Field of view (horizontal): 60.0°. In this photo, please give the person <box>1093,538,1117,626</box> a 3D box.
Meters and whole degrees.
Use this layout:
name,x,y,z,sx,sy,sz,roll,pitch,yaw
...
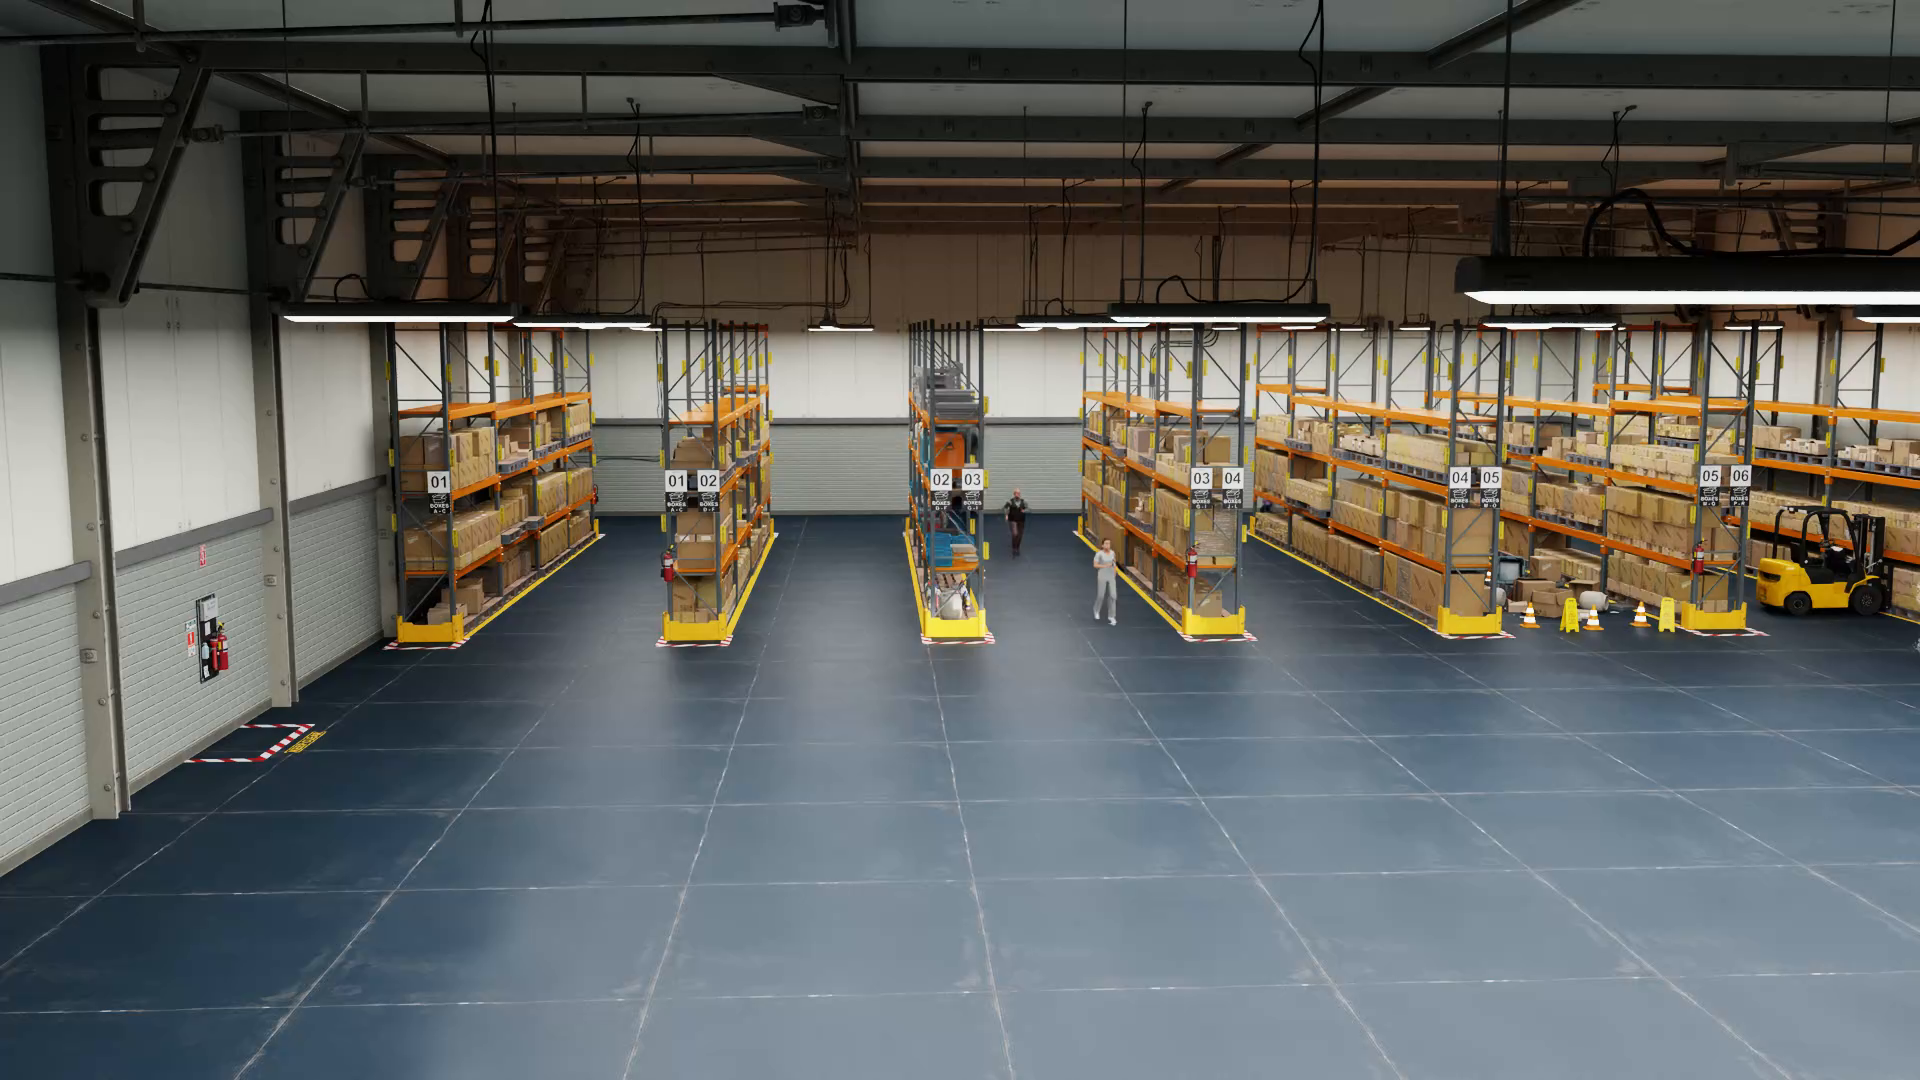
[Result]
name,x,y,z,sx,sy,sz,roll,pitch,yaw
person,2.886,0.802,33.074,0.566,1.721,0.806,-2,7,-16

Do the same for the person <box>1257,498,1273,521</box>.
name,x,y,z,sx,sy,sz,roll,pitch,yaw
person,9.044,-1.118,49.307,0.932,1.481,0.611,4,8,27

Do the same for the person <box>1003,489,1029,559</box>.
name,x,y,z,sx,sy,sz,roll,pitch,yaw
person,1.461,-0.419,42.834,0.630,1.783,0.780,-2,7,-15

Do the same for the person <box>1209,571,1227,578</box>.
name,x,y,z,sx,sy,sz,roll,pitch,yaw
person,6.102,-0.028,39.428,0.663,1.784,0.930,-1,7,-9
